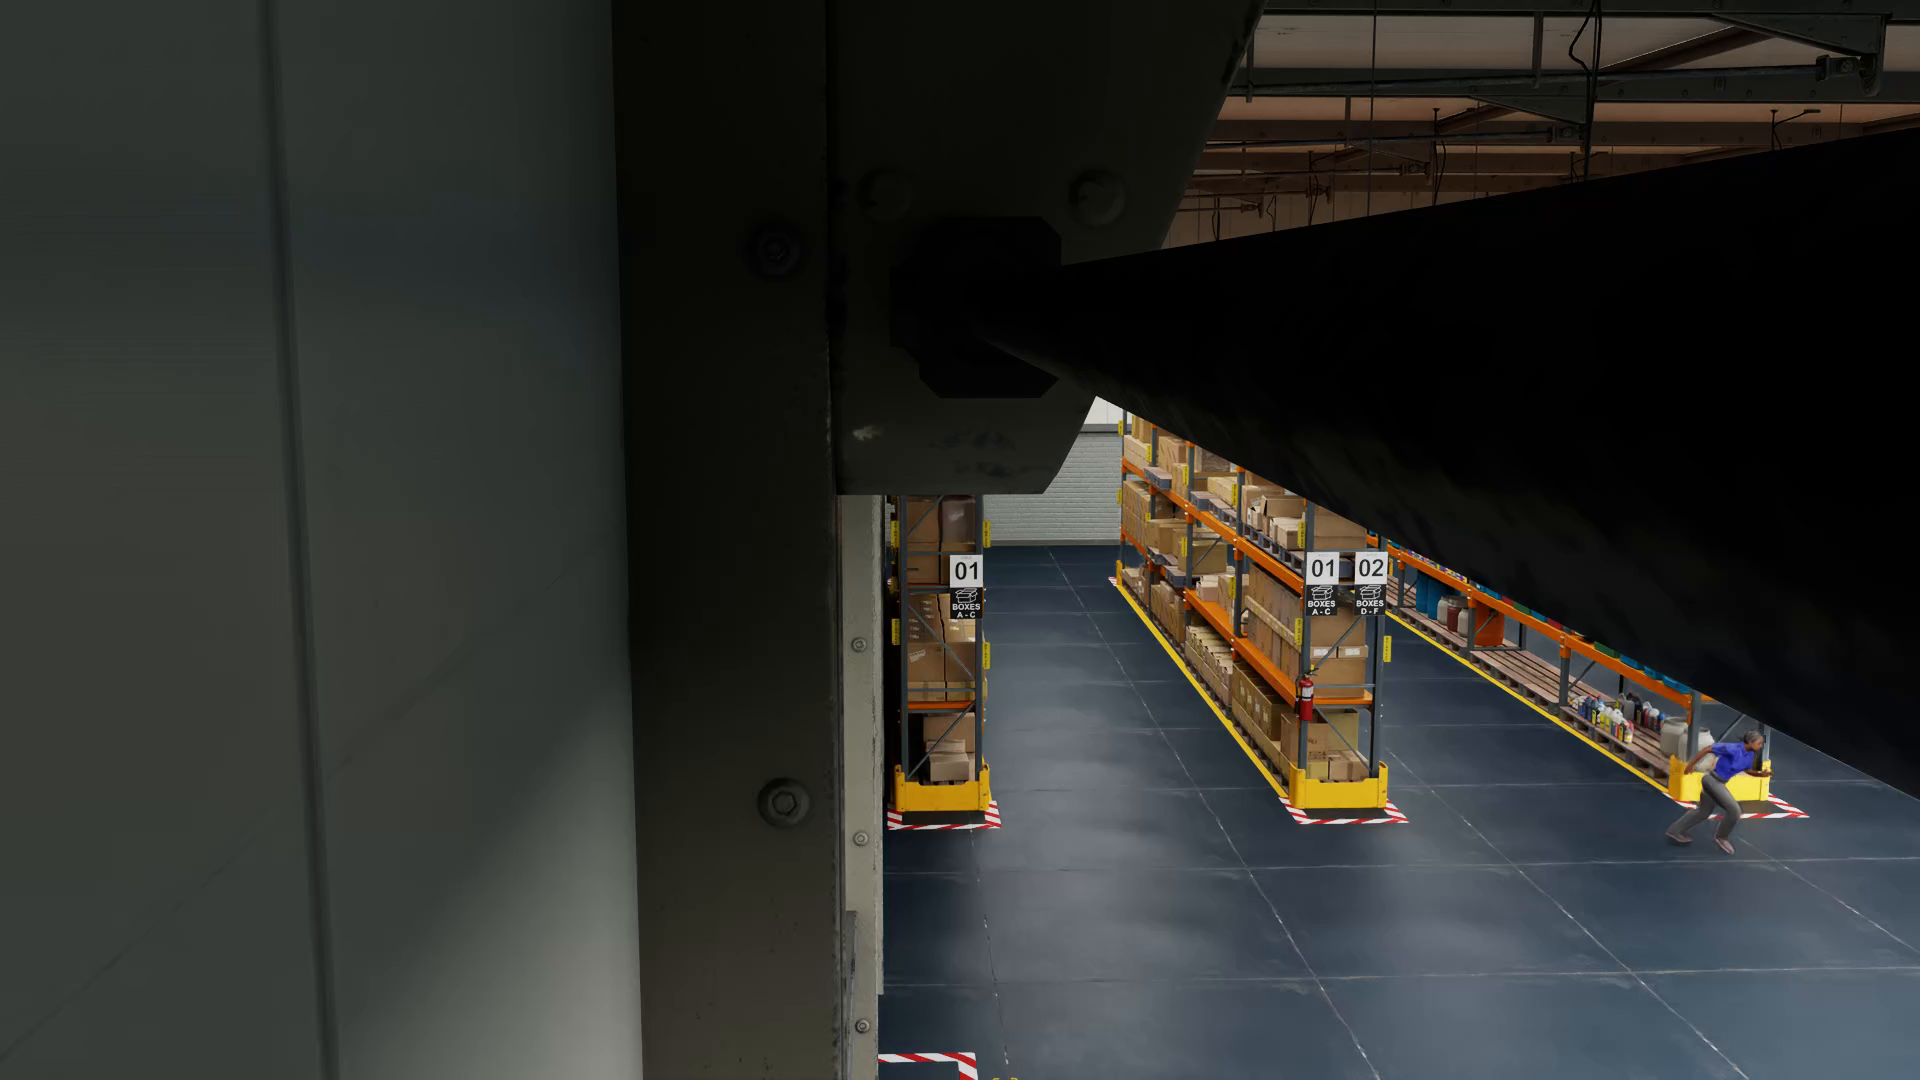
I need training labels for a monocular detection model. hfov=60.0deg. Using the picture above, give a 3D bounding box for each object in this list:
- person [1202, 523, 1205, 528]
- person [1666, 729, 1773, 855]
[{"bbox_3d":[5.253,0.003,37.018,0.842,1.819,0.693,8,12,44],"label":"person"},{"bbox_3d":[8.667,2.819,18.972,0.590,1.456,1.075,-8,12,-44],"label":"person"}]
